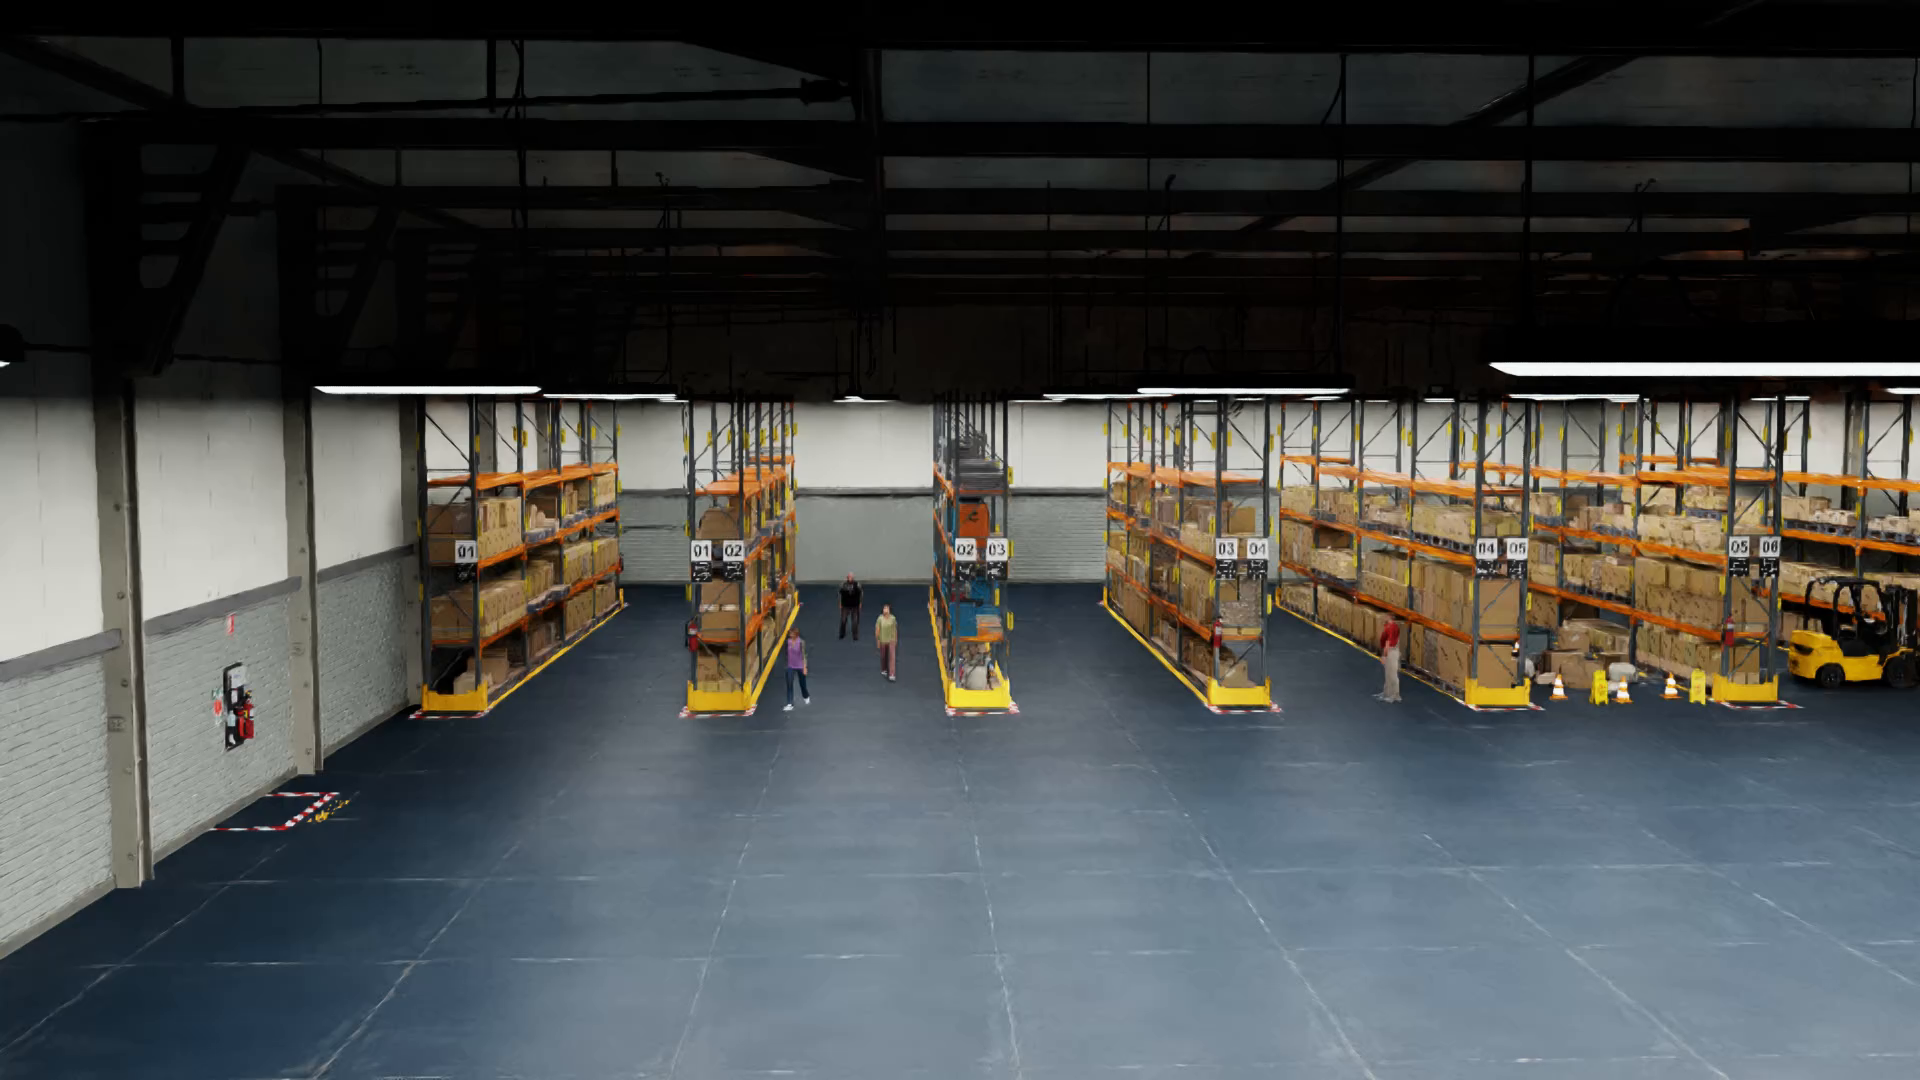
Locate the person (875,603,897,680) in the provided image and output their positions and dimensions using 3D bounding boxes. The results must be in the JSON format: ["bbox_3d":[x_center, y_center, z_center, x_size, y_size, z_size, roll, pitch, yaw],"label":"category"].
[{"bbox_3d":[-1.537,2.091,34.629,0.448,1.586,1.110,0,5,0],"label":"person"}]

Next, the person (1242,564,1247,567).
[{"bbox_3d":[8.268,0.969,48.258,0.454,1.643,0.900,1,5,17],"label":"person"}]

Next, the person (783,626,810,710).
[{"bbox_3d":[-3.059,2.389,31.272,0.428,1.547,0.801,2,5,20],"label":"person"}]

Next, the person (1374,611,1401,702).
[{"bbox_3d":[8.278,2.230,32.156,0.544,1.726,0.623,2,5,27],"label":"person"}]

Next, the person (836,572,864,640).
[{"bbox_3d":[-2.674,1.602,40.389,0.677,1.674,0.534,0,5,-5],"label":"person"}]
